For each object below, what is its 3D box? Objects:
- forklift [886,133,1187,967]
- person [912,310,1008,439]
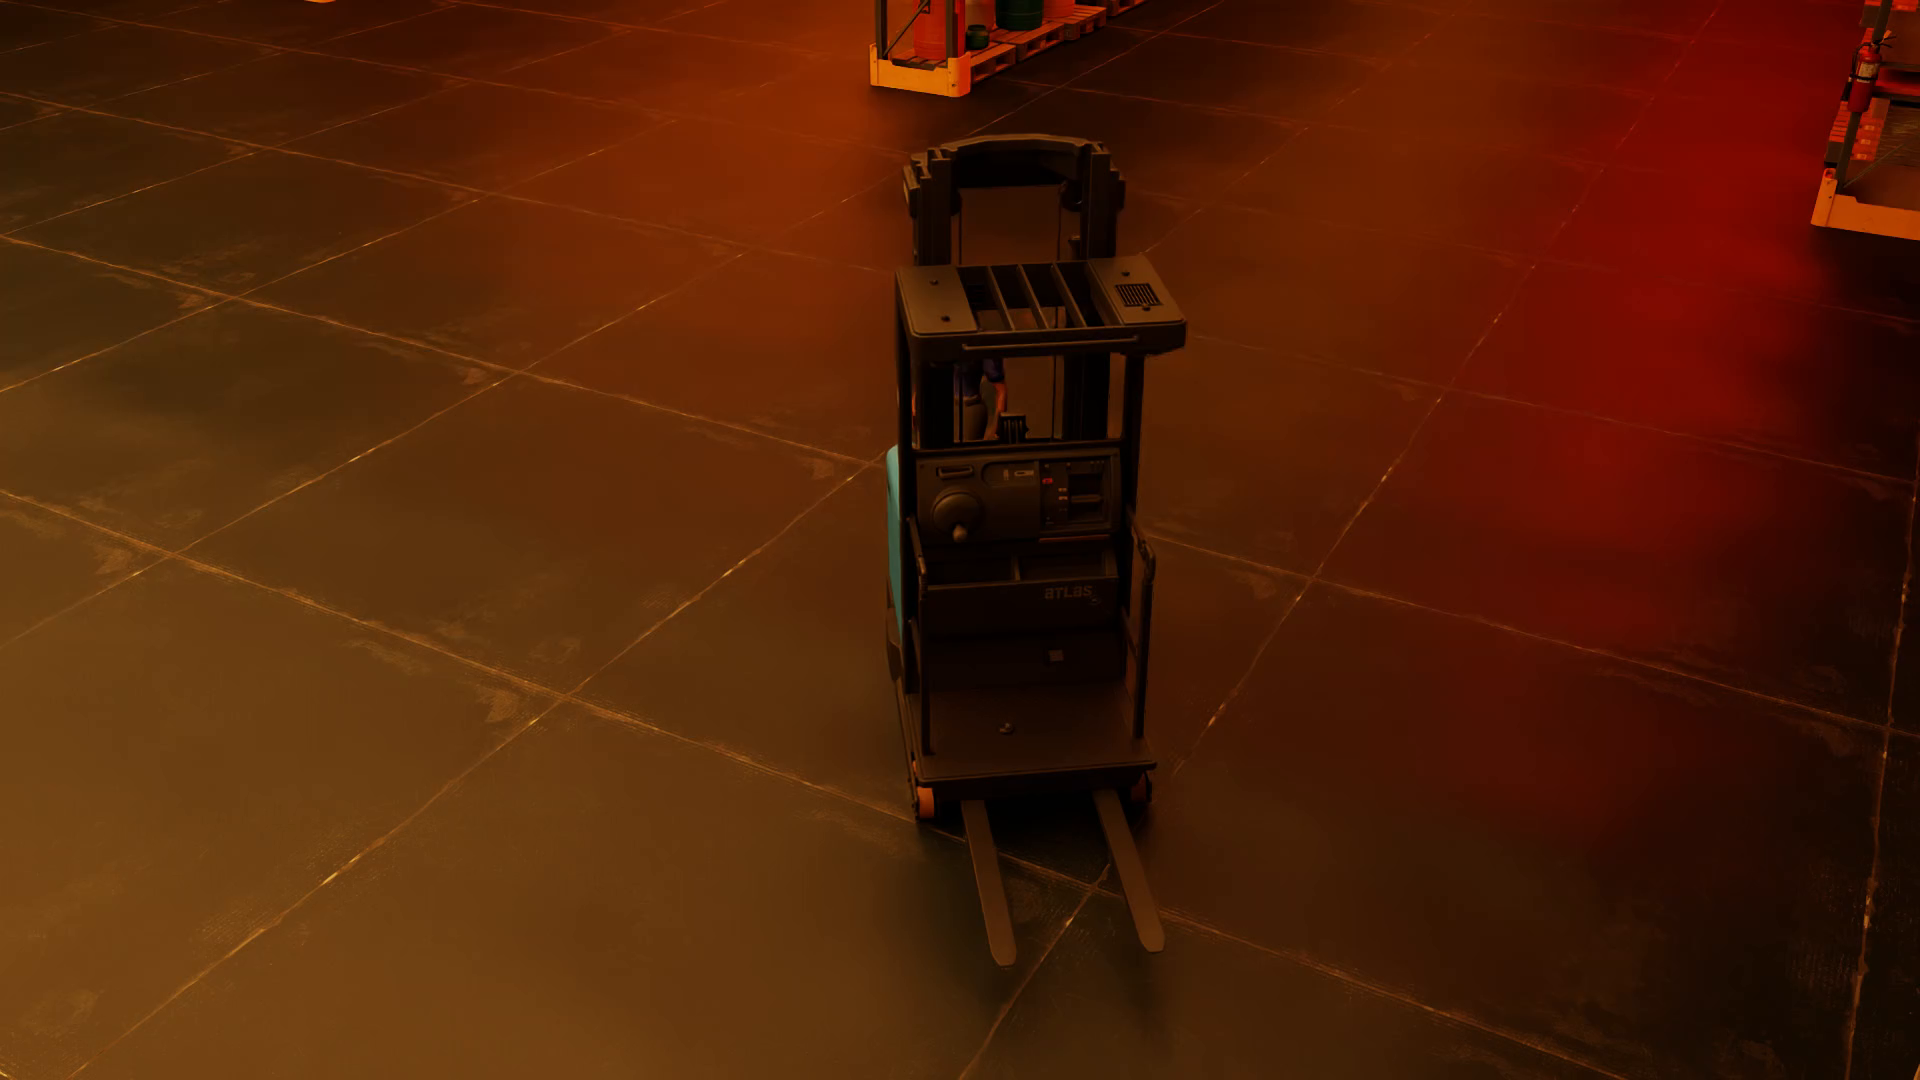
[{"bbox_3d":[0.298,-0.151,7.332,1.130,2.935,3.031,-4,30,-6],"label":"forklift"},{"bbox_3d":[-0.036,-0.656,9.506,0.626,1.650,0.501,15,33,25],"label":"person"}]
